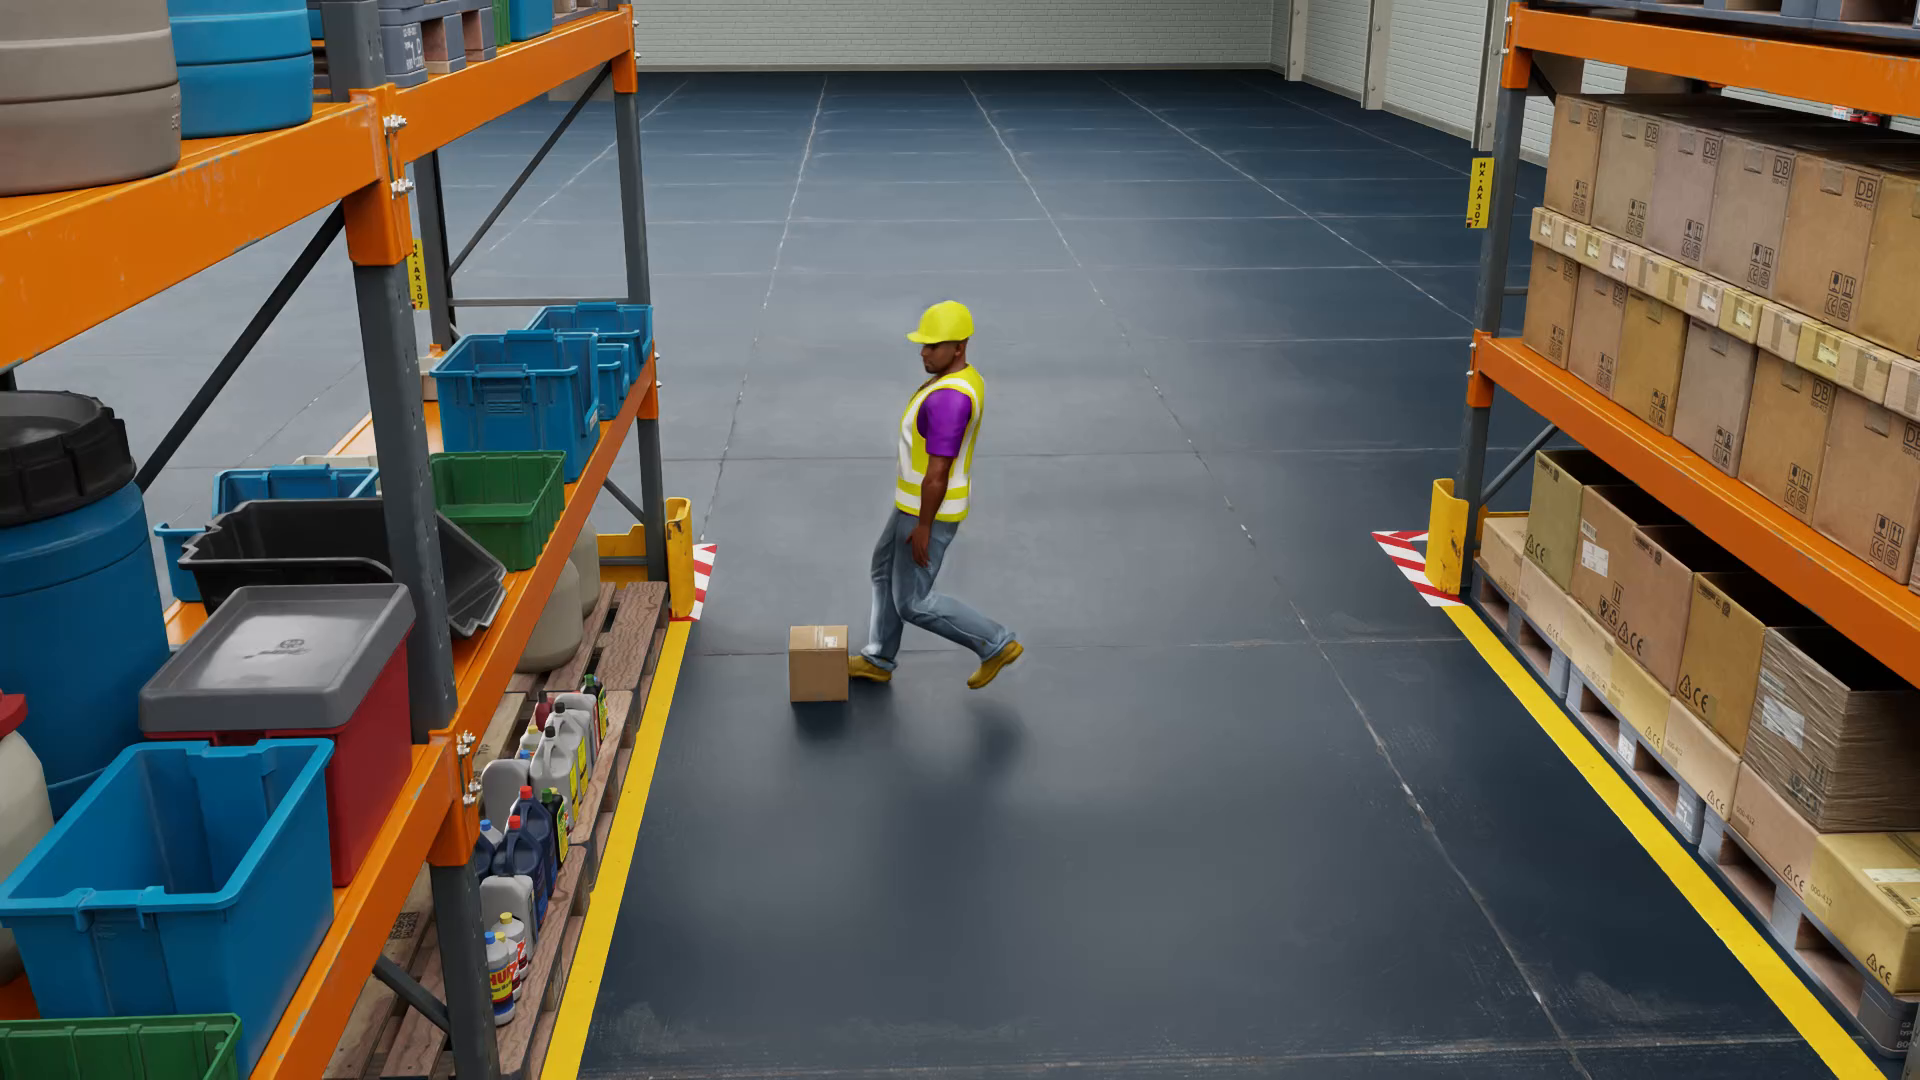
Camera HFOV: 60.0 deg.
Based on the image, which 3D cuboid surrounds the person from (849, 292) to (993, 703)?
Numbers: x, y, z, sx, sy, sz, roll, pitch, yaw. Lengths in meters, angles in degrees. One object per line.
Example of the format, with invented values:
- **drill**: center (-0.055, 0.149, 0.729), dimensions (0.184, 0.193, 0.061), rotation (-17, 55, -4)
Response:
- **person**: center (-0.180, -0.166, 7.029), dimensions (0.636, 1.774, 0.587), rotation (-1, 20, -3)
